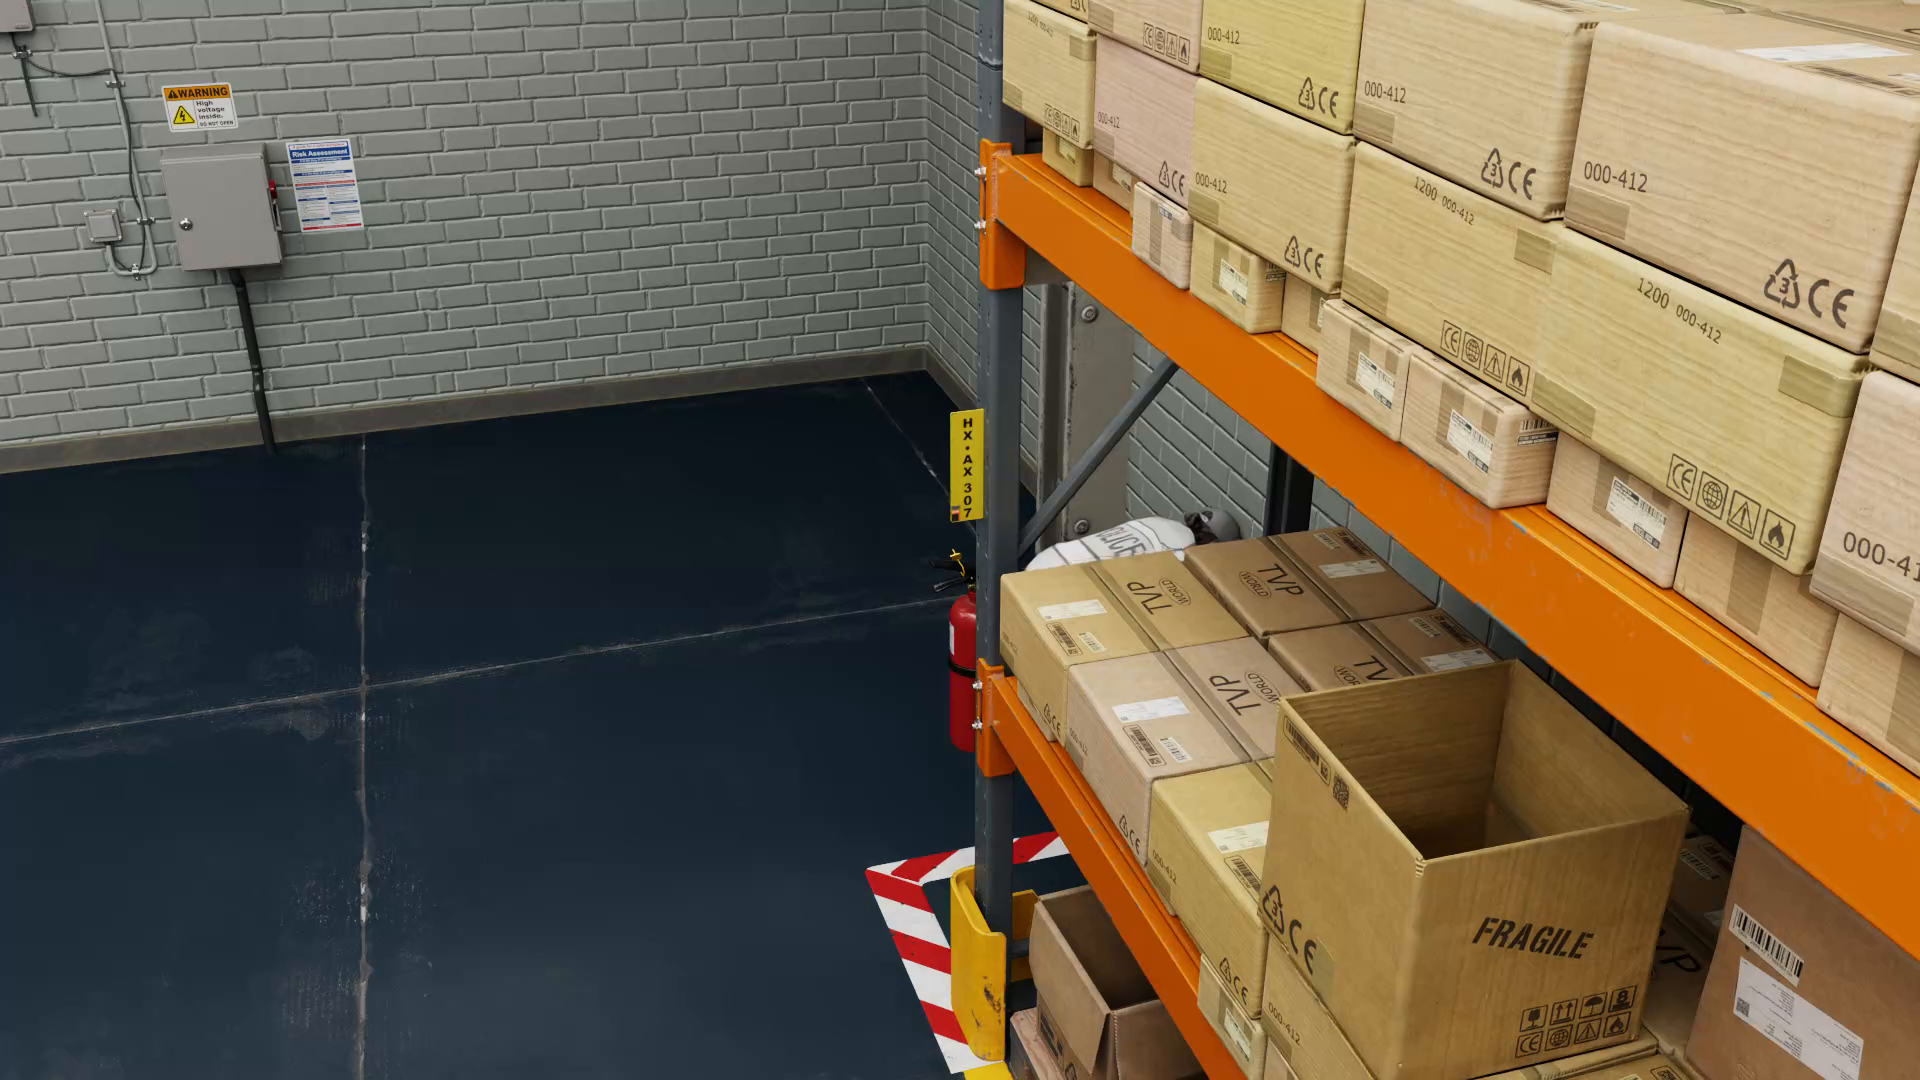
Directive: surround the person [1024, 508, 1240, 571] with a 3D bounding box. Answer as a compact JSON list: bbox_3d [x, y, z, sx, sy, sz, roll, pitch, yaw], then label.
[{"bbox_3d":[0.686,0.365,6.688,0.929,0.950,0.521,-9,28,-18],"label":"person"}]
